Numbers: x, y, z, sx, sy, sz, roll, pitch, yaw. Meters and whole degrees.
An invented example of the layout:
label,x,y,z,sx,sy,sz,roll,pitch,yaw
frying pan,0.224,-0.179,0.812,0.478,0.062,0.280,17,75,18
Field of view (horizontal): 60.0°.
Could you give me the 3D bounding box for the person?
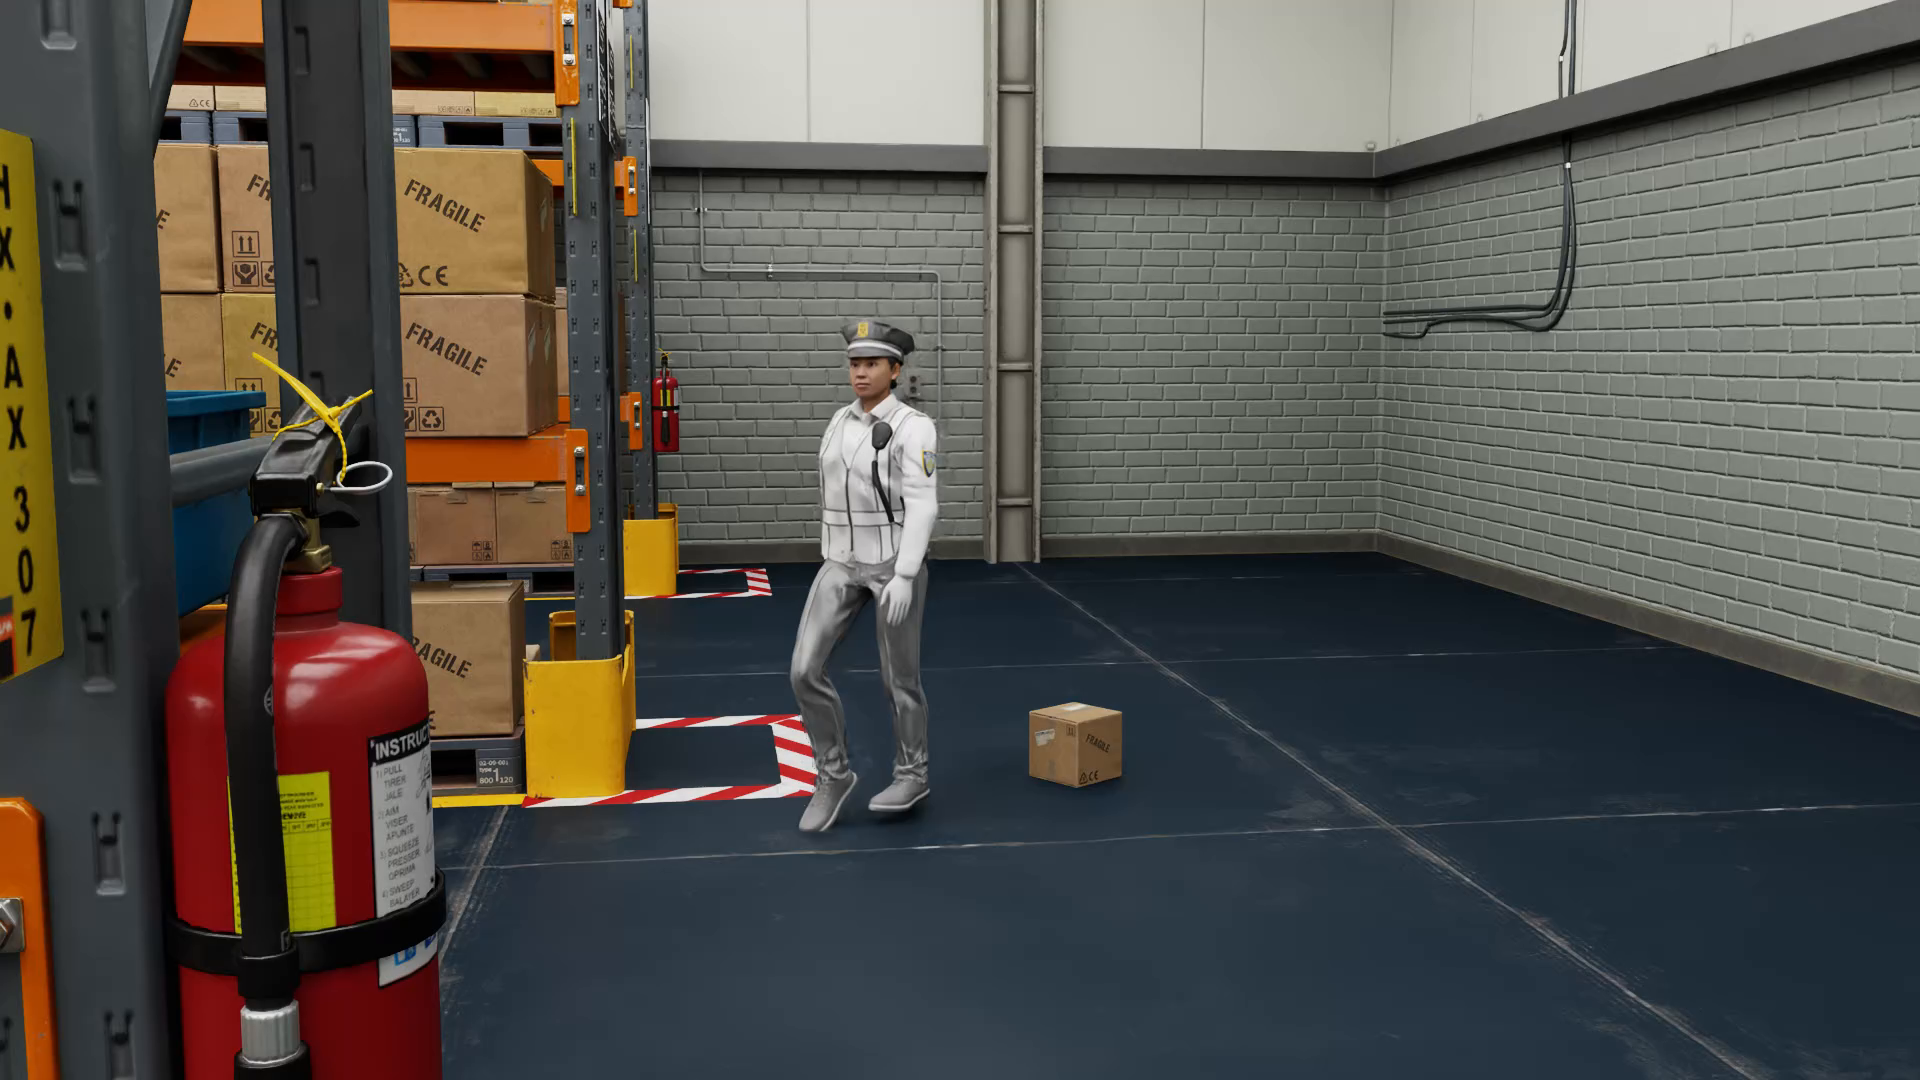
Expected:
label,x,y,z,sx,sy,sz,roll,pitch,yaw
person,-0.298,0.134,5.608,0.522,1.744,0.509,4,8,30
